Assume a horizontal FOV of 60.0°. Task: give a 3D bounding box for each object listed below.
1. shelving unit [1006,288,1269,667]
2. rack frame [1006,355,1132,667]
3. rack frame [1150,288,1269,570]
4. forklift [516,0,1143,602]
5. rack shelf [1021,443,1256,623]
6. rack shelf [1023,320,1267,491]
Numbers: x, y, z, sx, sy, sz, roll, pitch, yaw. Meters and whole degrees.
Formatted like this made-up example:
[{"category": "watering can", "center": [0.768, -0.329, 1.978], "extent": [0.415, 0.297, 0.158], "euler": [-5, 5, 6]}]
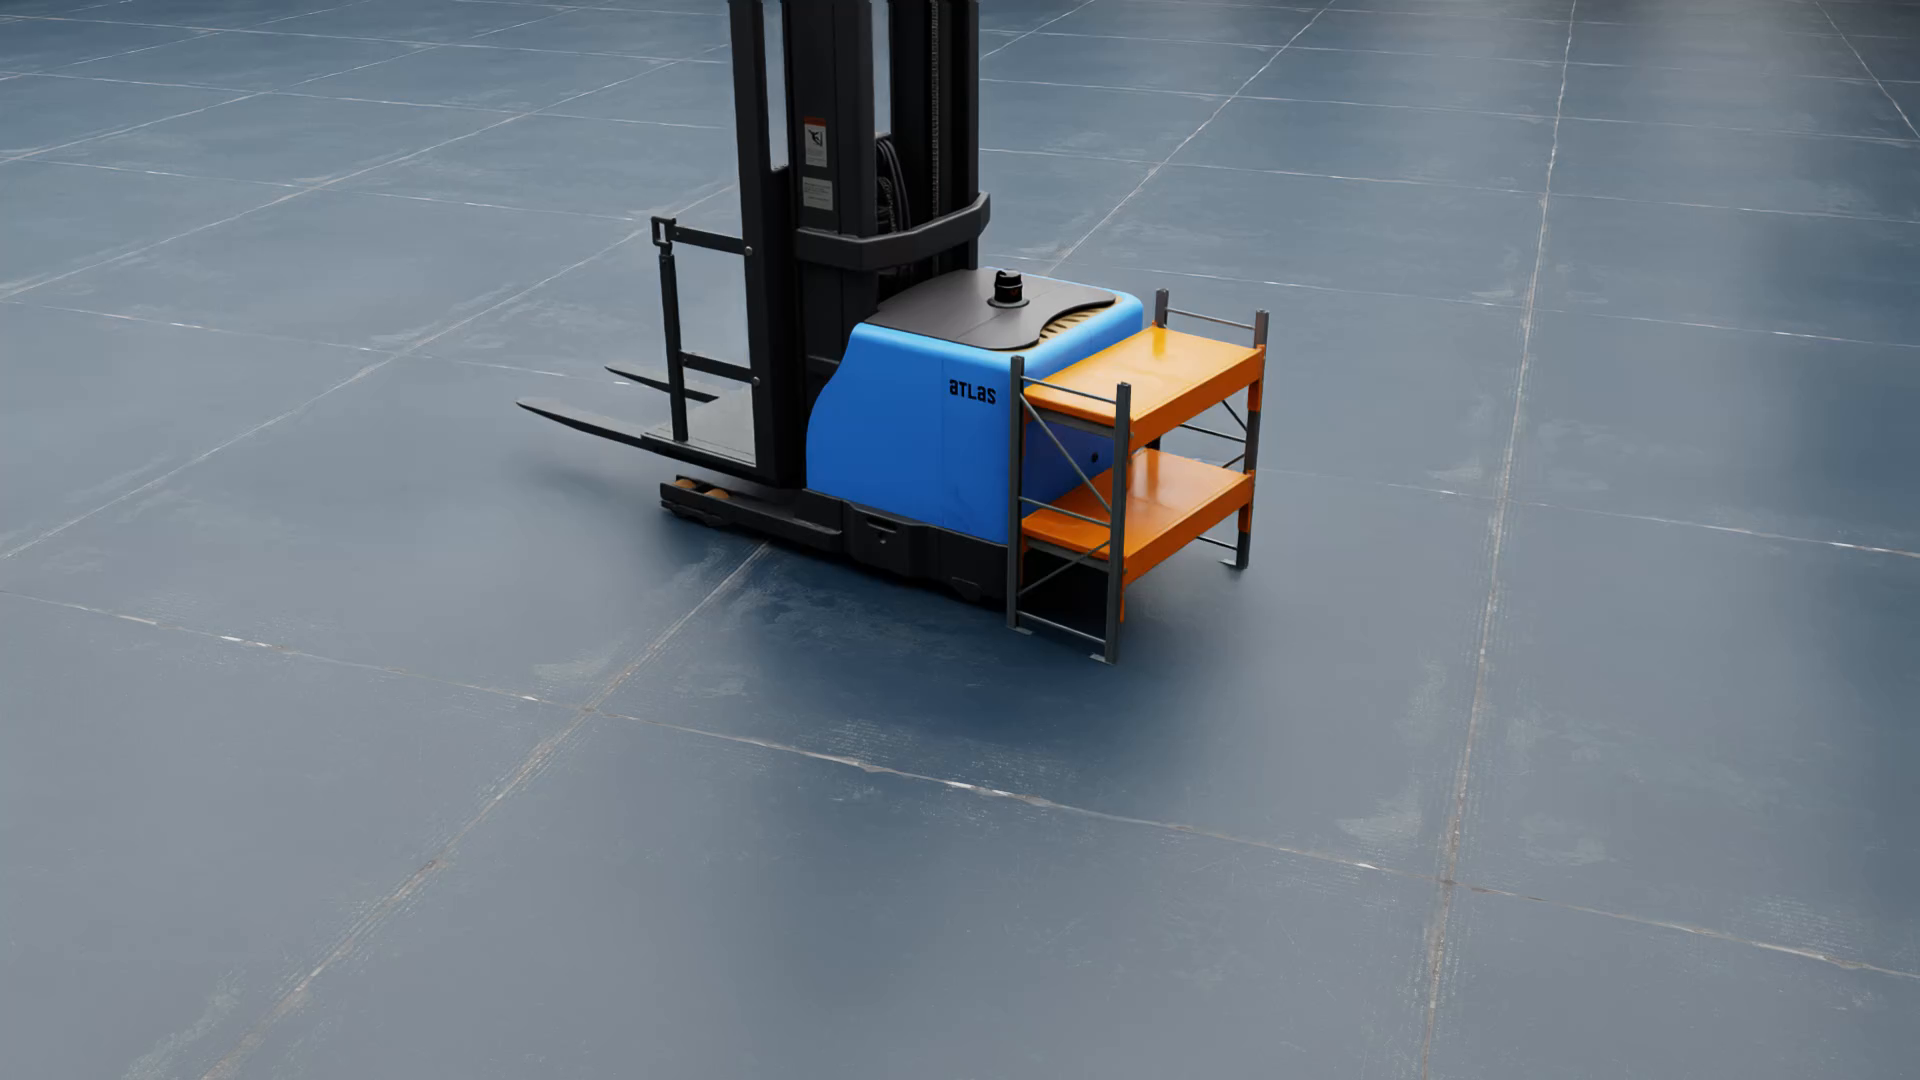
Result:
[{"category": "shelving unit", "center": [0.699, -0.276, 6.529], "extent": [0.538, 1.125, 1.048], "euler": [18, 31, 33]}, {"category": "rack frame", "center": [0.391, -0.100, 6.165], "extent": [0.500, 1.125, 0.032], "euler": [18, 31, 33]}, {"category": "rack frame", "center": [1.006, -0.452, 6.893], "extent": [0.500, 1.125, 0.032], "euler": [18, 31, 33]}, {"category": "forklift", "center": [-0.735, -1.550, 7.089], "extent": [3.031, 2.935, 1.130], "euler": [16, 30, 30]}, {"category": "rack shelf", "center": [0.699, -0.056, 6.636], "extent": [0.538, 0.278, 1.000], "euler": [18, 31, 33]}, {"category": "rack shelf", "center": [0.699, -0.539, 6.402], "extent": [0.538, 0.278, 1.000], "euler": [18, 31, 33]}]
